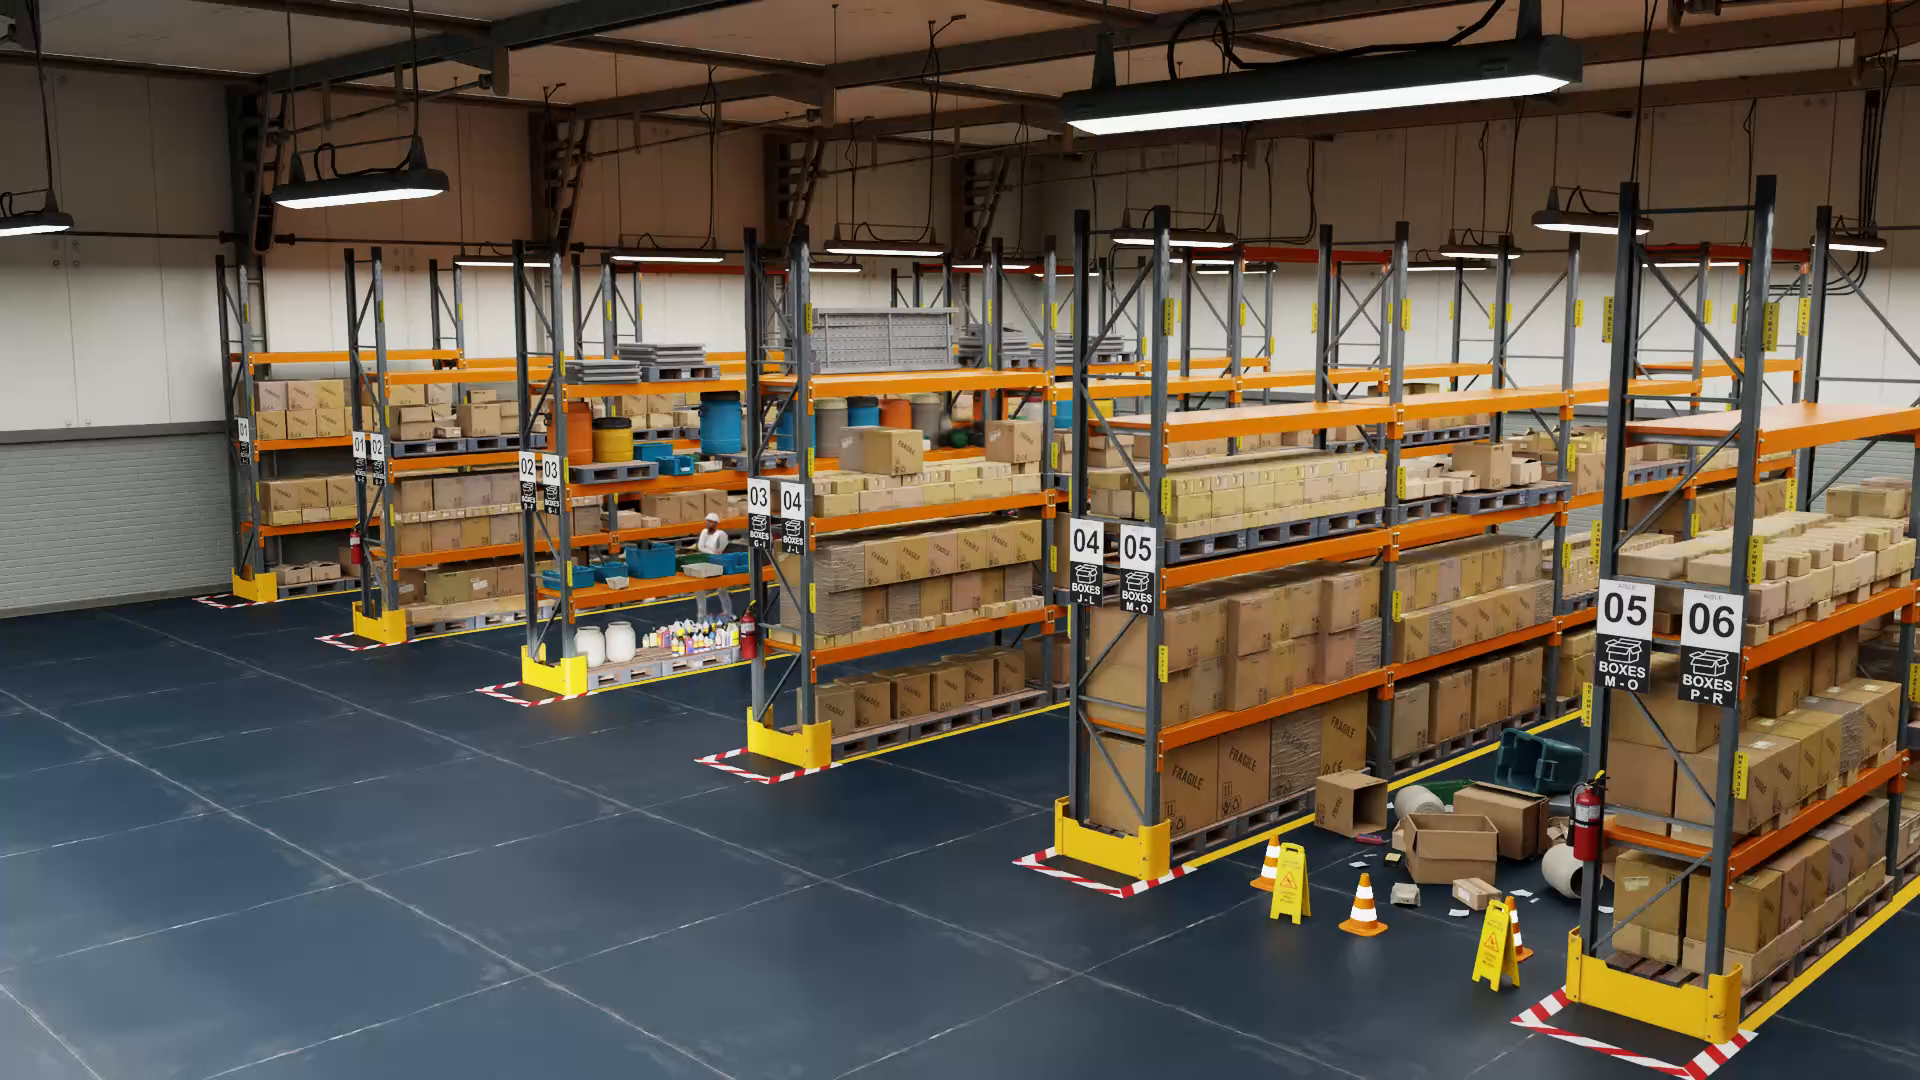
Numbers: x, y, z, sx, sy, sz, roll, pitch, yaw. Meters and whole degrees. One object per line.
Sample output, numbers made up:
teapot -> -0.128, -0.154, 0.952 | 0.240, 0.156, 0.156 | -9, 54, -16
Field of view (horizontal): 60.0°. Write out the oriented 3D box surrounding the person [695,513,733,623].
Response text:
person -> -4.011, 0.477, 26.865 | 0.663, 1.847, 0.783 | 4, 9, 27

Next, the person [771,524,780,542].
person -> -3.737, -0.630, 35.216 | 0.537, 1.585, 0.894 | 6, 10, 37
